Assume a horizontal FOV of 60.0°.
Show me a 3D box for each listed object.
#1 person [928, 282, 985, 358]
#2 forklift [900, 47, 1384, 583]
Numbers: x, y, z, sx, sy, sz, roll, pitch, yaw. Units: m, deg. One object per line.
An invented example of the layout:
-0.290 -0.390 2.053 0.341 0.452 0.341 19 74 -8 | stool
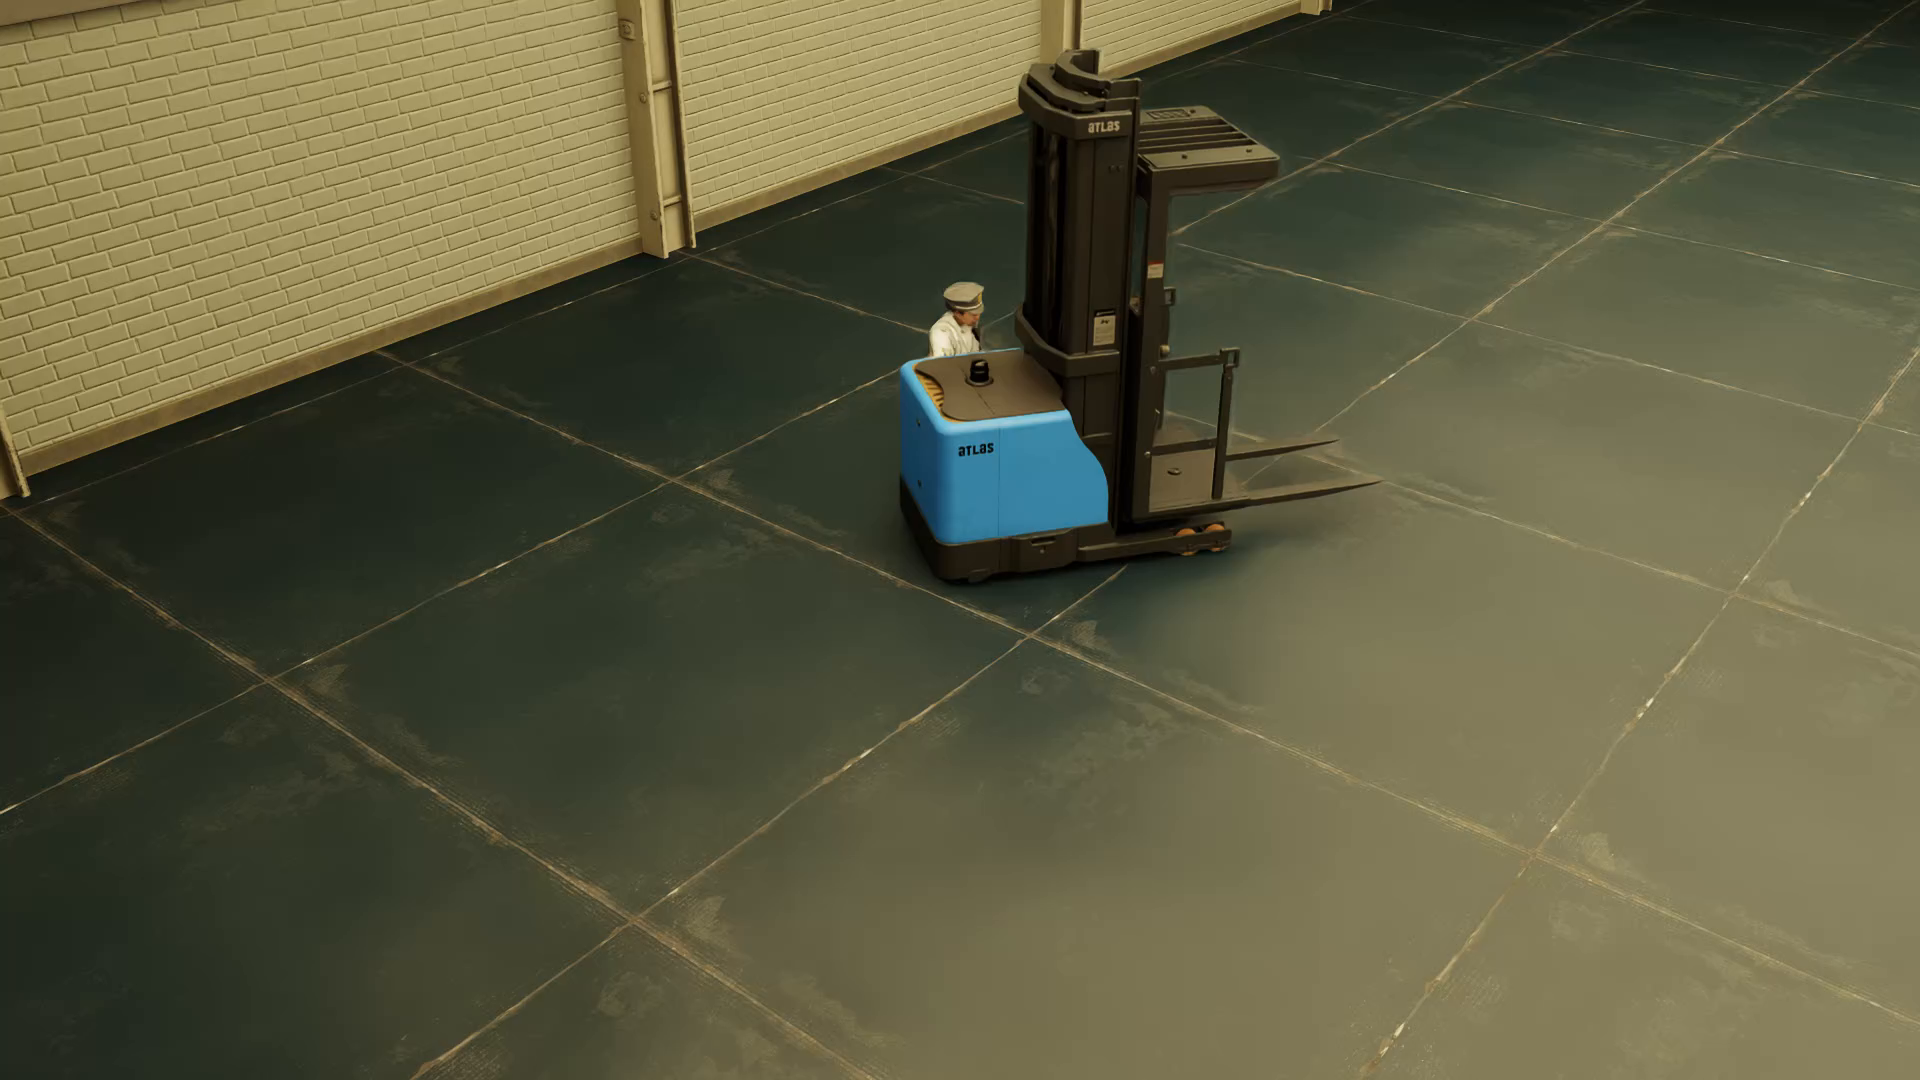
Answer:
0.154 -0.926 10.762 0.857 1.465 0.738 17 34 26 | person
1.190 -1.416 10.018 3.031 2.935 1.130 -8 31 -14 | forklift
